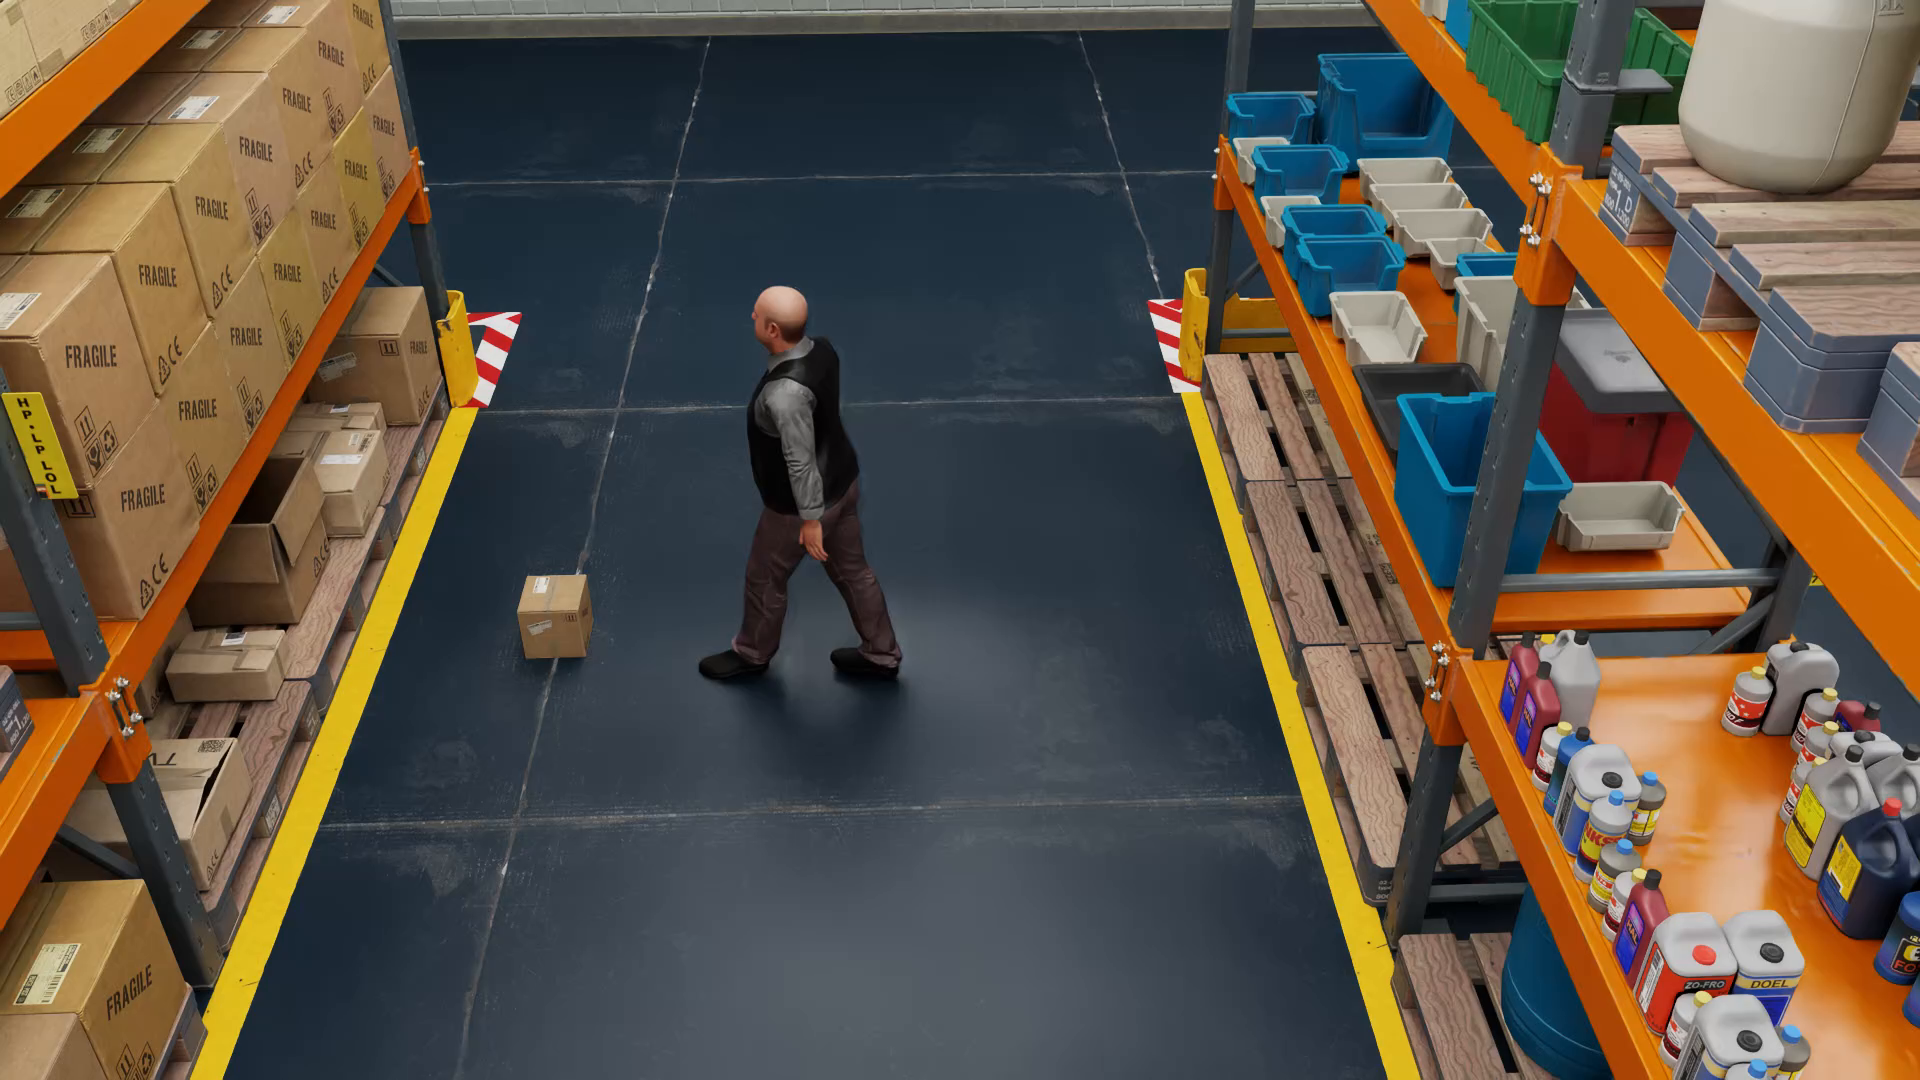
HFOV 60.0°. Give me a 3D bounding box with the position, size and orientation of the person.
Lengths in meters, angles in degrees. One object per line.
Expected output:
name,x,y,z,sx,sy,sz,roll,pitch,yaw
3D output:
person,-0.623,-0.195,6.439,0.827,1.702,0.559,11,36,15
